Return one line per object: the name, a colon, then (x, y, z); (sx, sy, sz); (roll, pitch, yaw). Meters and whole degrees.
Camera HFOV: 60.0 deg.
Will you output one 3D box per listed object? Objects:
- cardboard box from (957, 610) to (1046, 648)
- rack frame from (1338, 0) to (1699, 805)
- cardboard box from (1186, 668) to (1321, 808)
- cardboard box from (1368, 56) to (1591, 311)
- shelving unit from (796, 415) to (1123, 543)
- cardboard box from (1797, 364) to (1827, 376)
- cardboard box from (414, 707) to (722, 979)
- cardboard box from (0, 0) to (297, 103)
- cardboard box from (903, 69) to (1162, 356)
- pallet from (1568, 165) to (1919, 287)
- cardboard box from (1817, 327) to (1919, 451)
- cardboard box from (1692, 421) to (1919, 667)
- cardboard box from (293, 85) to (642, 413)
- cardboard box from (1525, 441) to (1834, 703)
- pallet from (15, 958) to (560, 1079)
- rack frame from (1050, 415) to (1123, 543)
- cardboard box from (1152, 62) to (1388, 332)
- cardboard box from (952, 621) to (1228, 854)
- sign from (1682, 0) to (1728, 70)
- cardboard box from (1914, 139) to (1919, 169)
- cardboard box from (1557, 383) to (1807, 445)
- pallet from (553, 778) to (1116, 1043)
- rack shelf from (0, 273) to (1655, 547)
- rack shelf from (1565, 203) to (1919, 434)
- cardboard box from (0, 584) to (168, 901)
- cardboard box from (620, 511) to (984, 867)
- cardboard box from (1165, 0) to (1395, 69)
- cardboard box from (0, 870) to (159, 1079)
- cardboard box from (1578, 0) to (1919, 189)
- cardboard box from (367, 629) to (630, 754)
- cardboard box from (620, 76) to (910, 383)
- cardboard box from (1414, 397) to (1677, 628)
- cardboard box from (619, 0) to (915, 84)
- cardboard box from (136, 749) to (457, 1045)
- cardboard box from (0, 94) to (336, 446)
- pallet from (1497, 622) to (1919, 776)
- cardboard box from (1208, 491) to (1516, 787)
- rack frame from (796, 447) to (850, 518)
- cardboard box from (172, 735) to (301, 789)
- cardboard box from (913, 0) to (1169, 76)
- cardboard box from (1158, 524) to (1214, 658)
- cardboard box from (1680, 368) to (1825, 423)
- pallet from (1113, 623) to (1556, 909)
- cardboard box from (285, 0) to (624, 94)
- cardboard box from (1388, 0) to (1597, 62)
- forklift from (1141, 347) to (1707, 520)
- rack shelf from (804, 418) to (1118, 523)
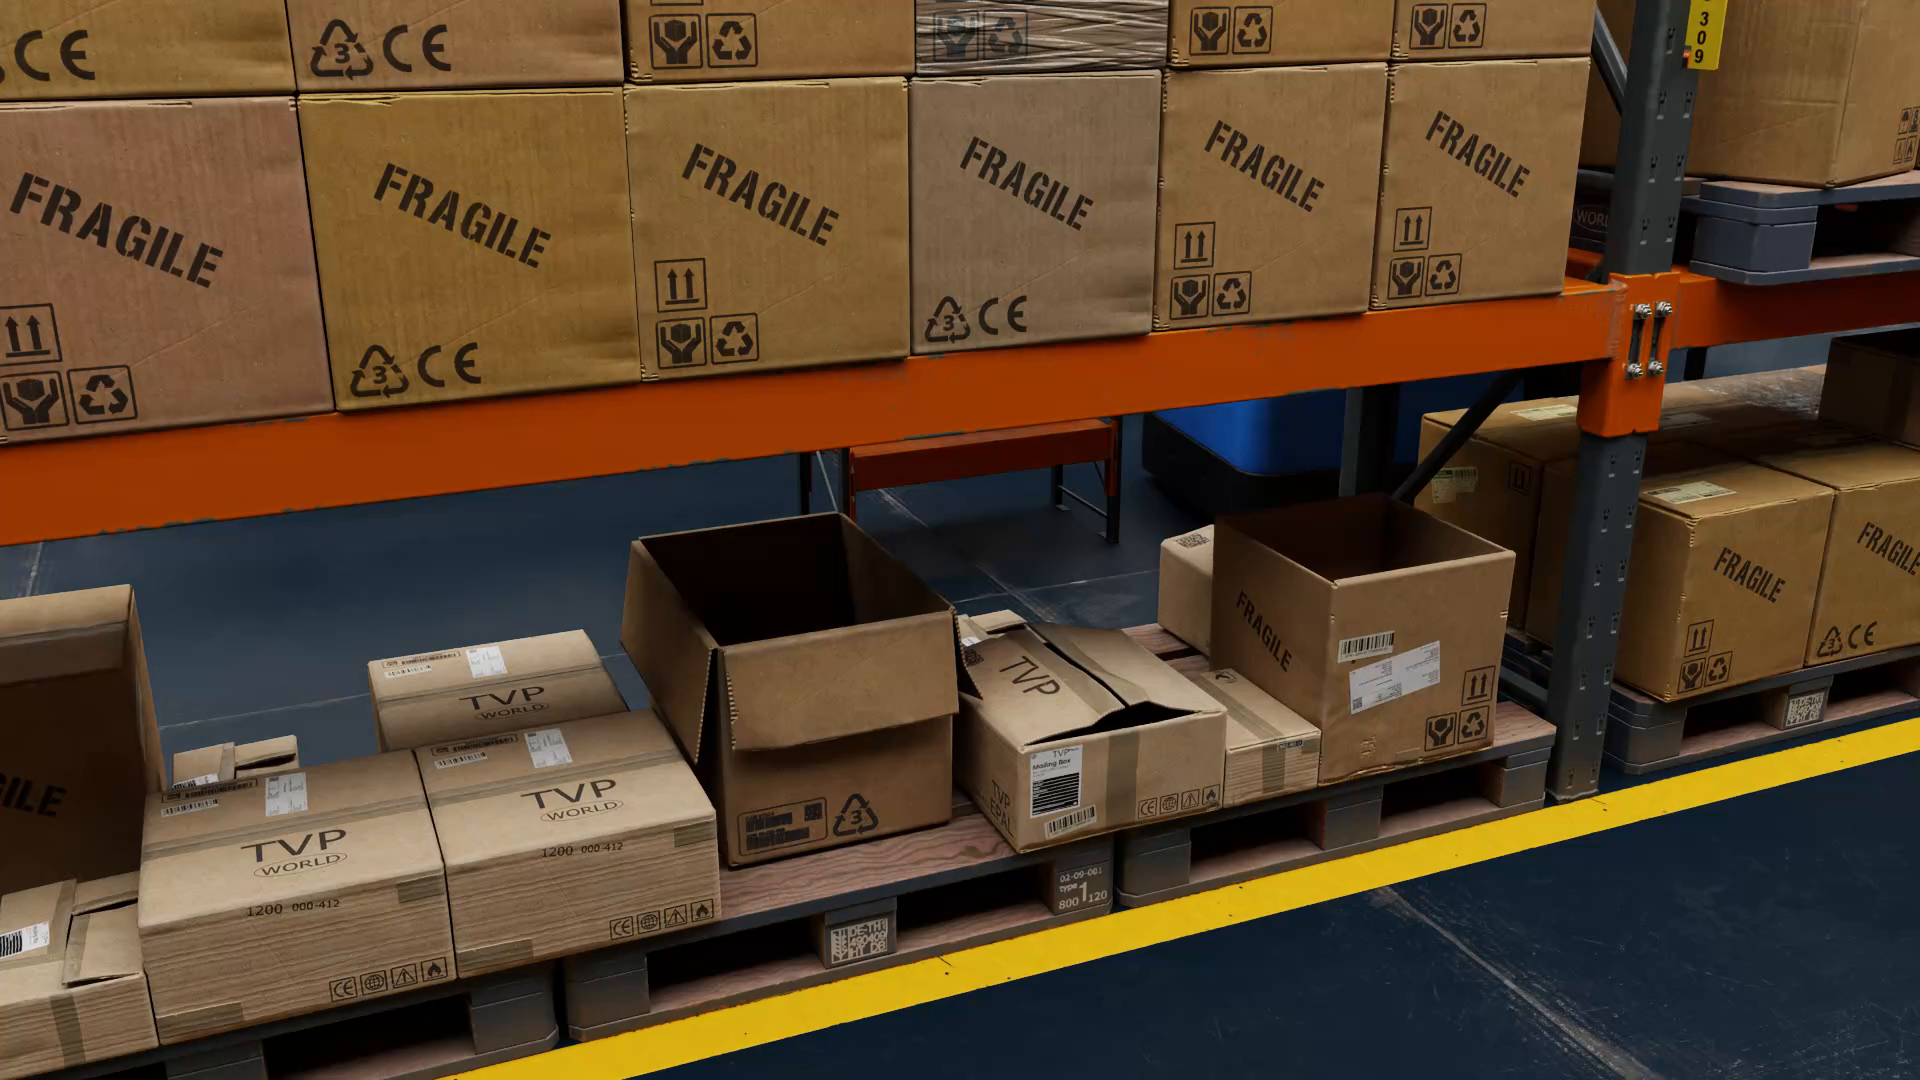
cardboard box: (0.091, 0.321, 4.199); (0.250, 0.166, 0.380); (-8, 21, -22)
rack frame: (1.352, -0.914, 4.103); (0.127, 3.000, 1.000); (-8, 21, -22)
cardboard box: (0.621, 0.452, 3.852); (0.250, 0.149, 0.380); (-8, 21, -22)
cardboard box: (0.995, -0.818, 3.677); (0.500, 0.500, 0.500); (-8, 21, -21)
shelving unit: (-0.006, -0.530, 5.833); (1.048, 1.125, 0.538); (-8, 21, -22)
cardboard box: (3.076, -0.291, 5.434); (0.500, 0.500, 0.500); (-9, 21, -24)
cardboard box: (-0.791, 0.585, 3.323); (0.500, 0.250, 0.500); (-8, 21, -22)
cardboard box: (-1.332, -0.956, 2.565); (0.500, 0.500, 0.500); (-8, 21, -21)
cardboard box: (0.051, -0.681, 3.289); (0.500, 0.500, 0.500); (-8, 21, -21)
pallet: (2.129, -0.896, 4.339); (1.213, 0.211, 1.003); (-8, 21, -22)
cardboard box: (2.811, -0.418, 4.663); (0.500, 0.250, 0.500); (-8, 21, -22)
cardboard box: (2.378, -0.006, 4.623); (0.500, 0.500, 0.500); (-8, 21, -21)
cardboard box: (-0.875, -0.548, 2.911); (0.500, 0.500, 0.500); (-8, 21, -22)
cardboard box: (1.893, 0.068, 4.414); (0.500, 0.500, 0.500); (-9, 21, -24)
pallet: (-1.519, 0.812, 3.398); (1.213, 0.211, 1.003); (-8, 21, -22)
rack frame: (0.461, -0.597, 6.023); (0.032, 1.125, 0.500); (-8, 21, -22)
cardboard box: (0.522, -0.749, 3.483); (0.500, 0.500, 0.500); (-8, 21, -20)
cardboard box: (0.253, 0.406, 3.737); (0.500, 0.311, 0.500); (-8, 21, -22)
sign: (1.574, -1.158, 3.492); (0.005, 0.325, 0.100); (-8, 21, -22)
cardboard box: (2.482, -1.264, 4.311); (0.500, 0.500, 0.700); (-5, 20, -13)
cardboard box: (2.149, -0.158, 5.055); (0.500, 0.500, 0.500); (-8, 21, -22)
pallet: (-0.401, 0.653, 3.851); (1.213, 0.211, 1.003); (-8, 21, -22)
rack shelf: (-0.484, -0.312, 3.475); (4.000, 0.370, 1.077); (-8, 21, -22)
rack shelf: (3.188, -0.838, 4.969); (4.000, 0.370, 1.077); (-8, 21, -22)
cardboard box: (-1.919, 0.437, 3.367); (0.500, 0.500, 0.500); (-8, 21, -22)
cardboard box: (-0.371, 0.304, 3.738); (0.637, 0.503, 0.797); (-8, 21, -22)
cardboard box: (0.521, -1.220, 3.313); (0.500, 0.500, 0.500); (-9, 21, -23)
cardboard box: (-1.571, 0.757, 2.958); (0.250, 0.166, 0.380); (-8, 21, -22)
cardboard box: (1.876, -1.154, 4.000); (0.500, 0.500, 0.700); (-17, 26, -40)
cardboard box: (-1.035, 0.439, 3.737); (0.500, 0.250, 0.500); (-8, 21, -22)
cardboard box: (-0.416, -0.613, 3.097); (0.500, 0.500, 0.500); (-8, 21, -21)
cardboard box: (1.692, -0.095, 4.877); (0.500, 0.500, 0.500); (-8, 21, -22)
cardboard box: (-0.405, -1.087, 2.938); (0.500, 0.500, 0.500); (-8, 21, -22)
cardboard box: (-1.250, 0.650, 3.136); (0.500, 0.250, 0.500); (-8, 21, -22)
cardboard box: (-1.337, -0.483, 2.726); (0.500, 0.500, 0.500); (-8, 21, -22)
pallet: (2.084, 0.282, 4.902); (1.213, 0.211, 1.003); (-8, 21, -22)
cardboard box: (0.941, 0.219, 3.986); (0.500, 0.500, 0.500); (-8, 21, -22)
rack frame: (-0.473, -0.463, 5.643); (0.032, 1.125, 0.500); (-8, 21, -22)
cardboard box: (-1.512, 0.568, 3.496); (0.250, 0.166, 0.380); (-8, 21, -22)
cardboard box: (0.058, -1.153, 3.125); (0.500, 0.500, 0.500); (-8, 21, -21)
cardboard box: (0.881, 0.136, 4.507); (0.500, 0.311, 0.500); (-8, 21, -22)
cardboard box: (2.609, -0.224, 5.242); (0.500, 0.500, 0.500); (-8, 21, -21)
pallet: (0.721, 0.491, 4.310); (1.213, 0.211, 1.003); (-8, 21, -22)
cardboard box: (-0.871, -1.020, 2.747); (0.500, 0.500, 0.500); (-8, 21, -21)
cardboard box: (0.990, -1.288, 3.507); (0.500, 0.500, 0.500); (-8, 21, -22)
forklift: (2.300, -1.606, 6.171); (3.031, 2.935, 1.130); (-5, 20, -15)
rack shelf: (-0.006, -0.299, 5.914); (1.000, 0.278, 0.538); (-8, 21, -22)
